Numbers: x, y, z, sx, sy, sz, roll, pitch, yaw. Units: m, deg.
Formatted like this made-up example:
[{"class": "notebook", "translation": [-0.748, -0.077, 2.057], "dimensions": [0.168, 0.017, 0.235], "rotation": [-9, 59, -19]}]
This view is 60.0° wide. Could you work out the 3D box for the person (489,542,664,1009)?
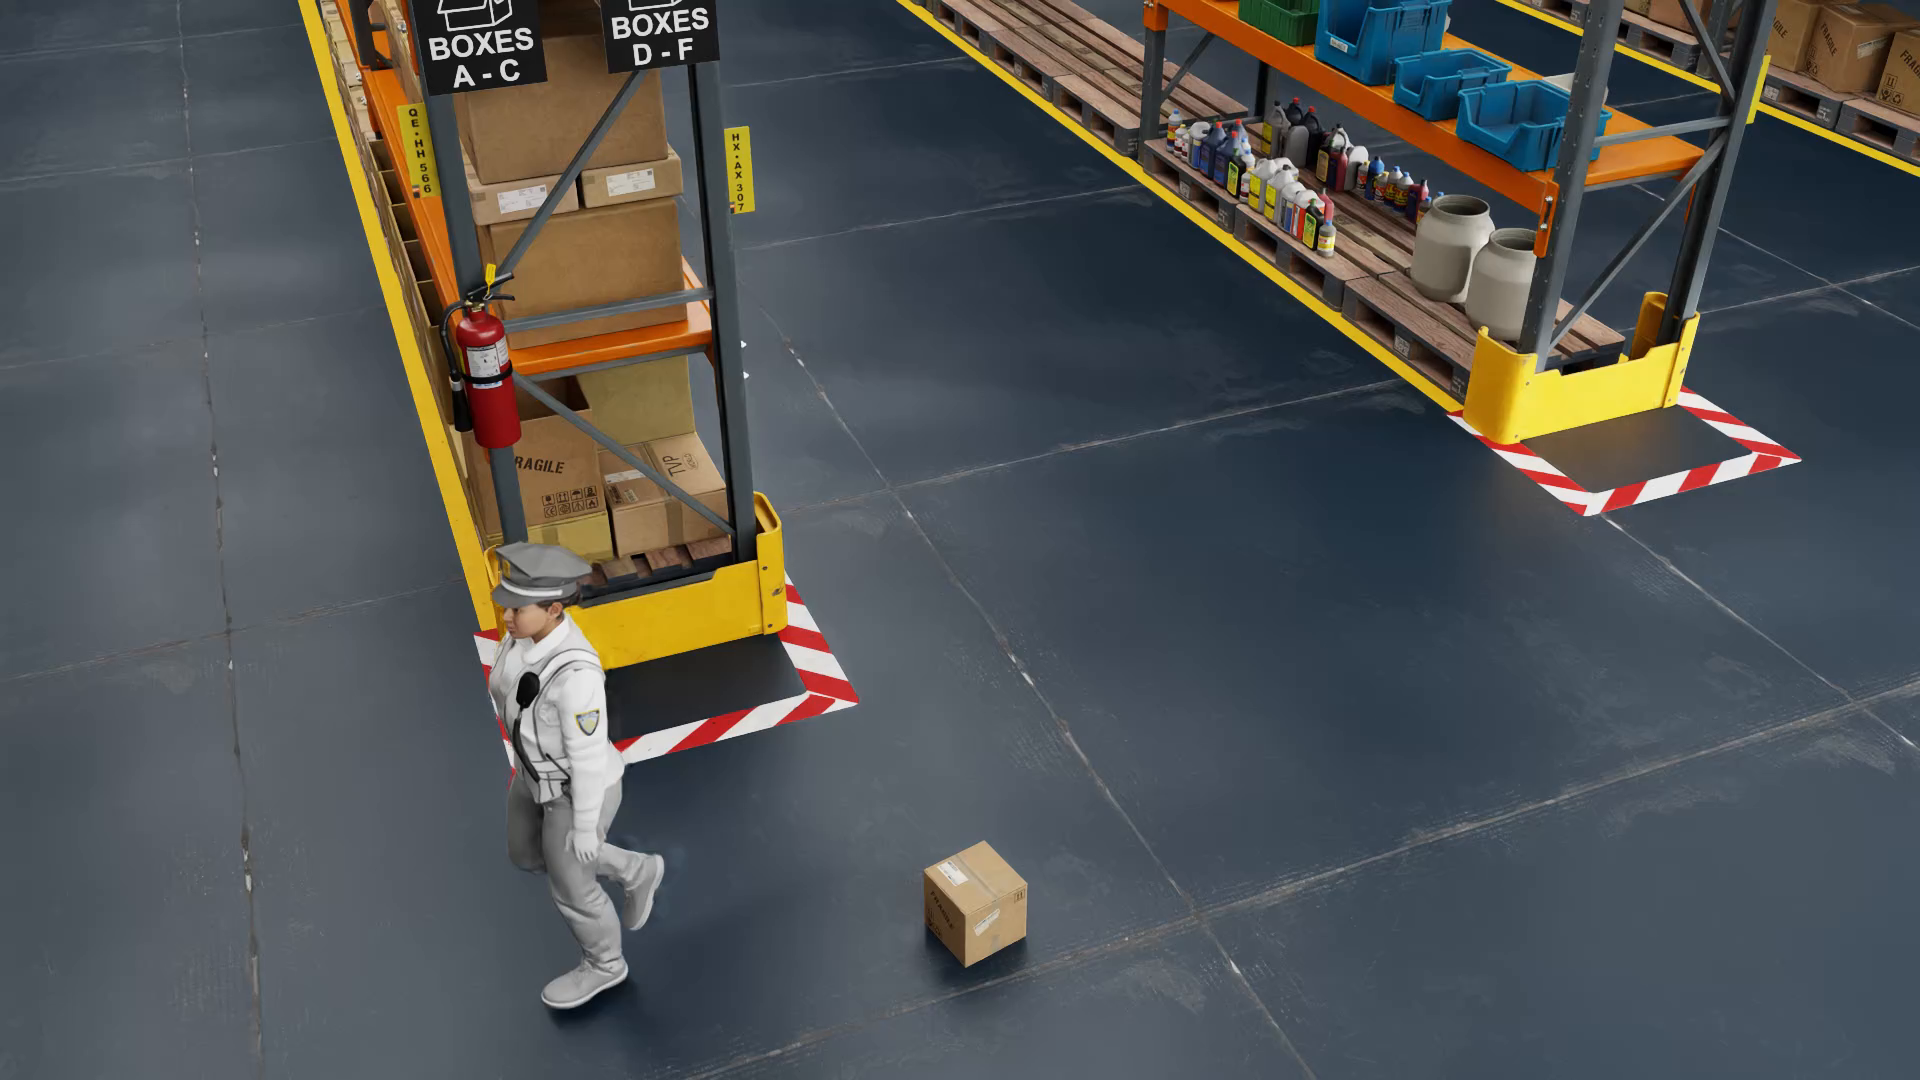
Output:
[{"class": "person", "translation": [-1.144, 0.704, 5.012], "dimensions": [0.504, 1.677, 0.503], "rotation": [-20, 38, -27]}]
